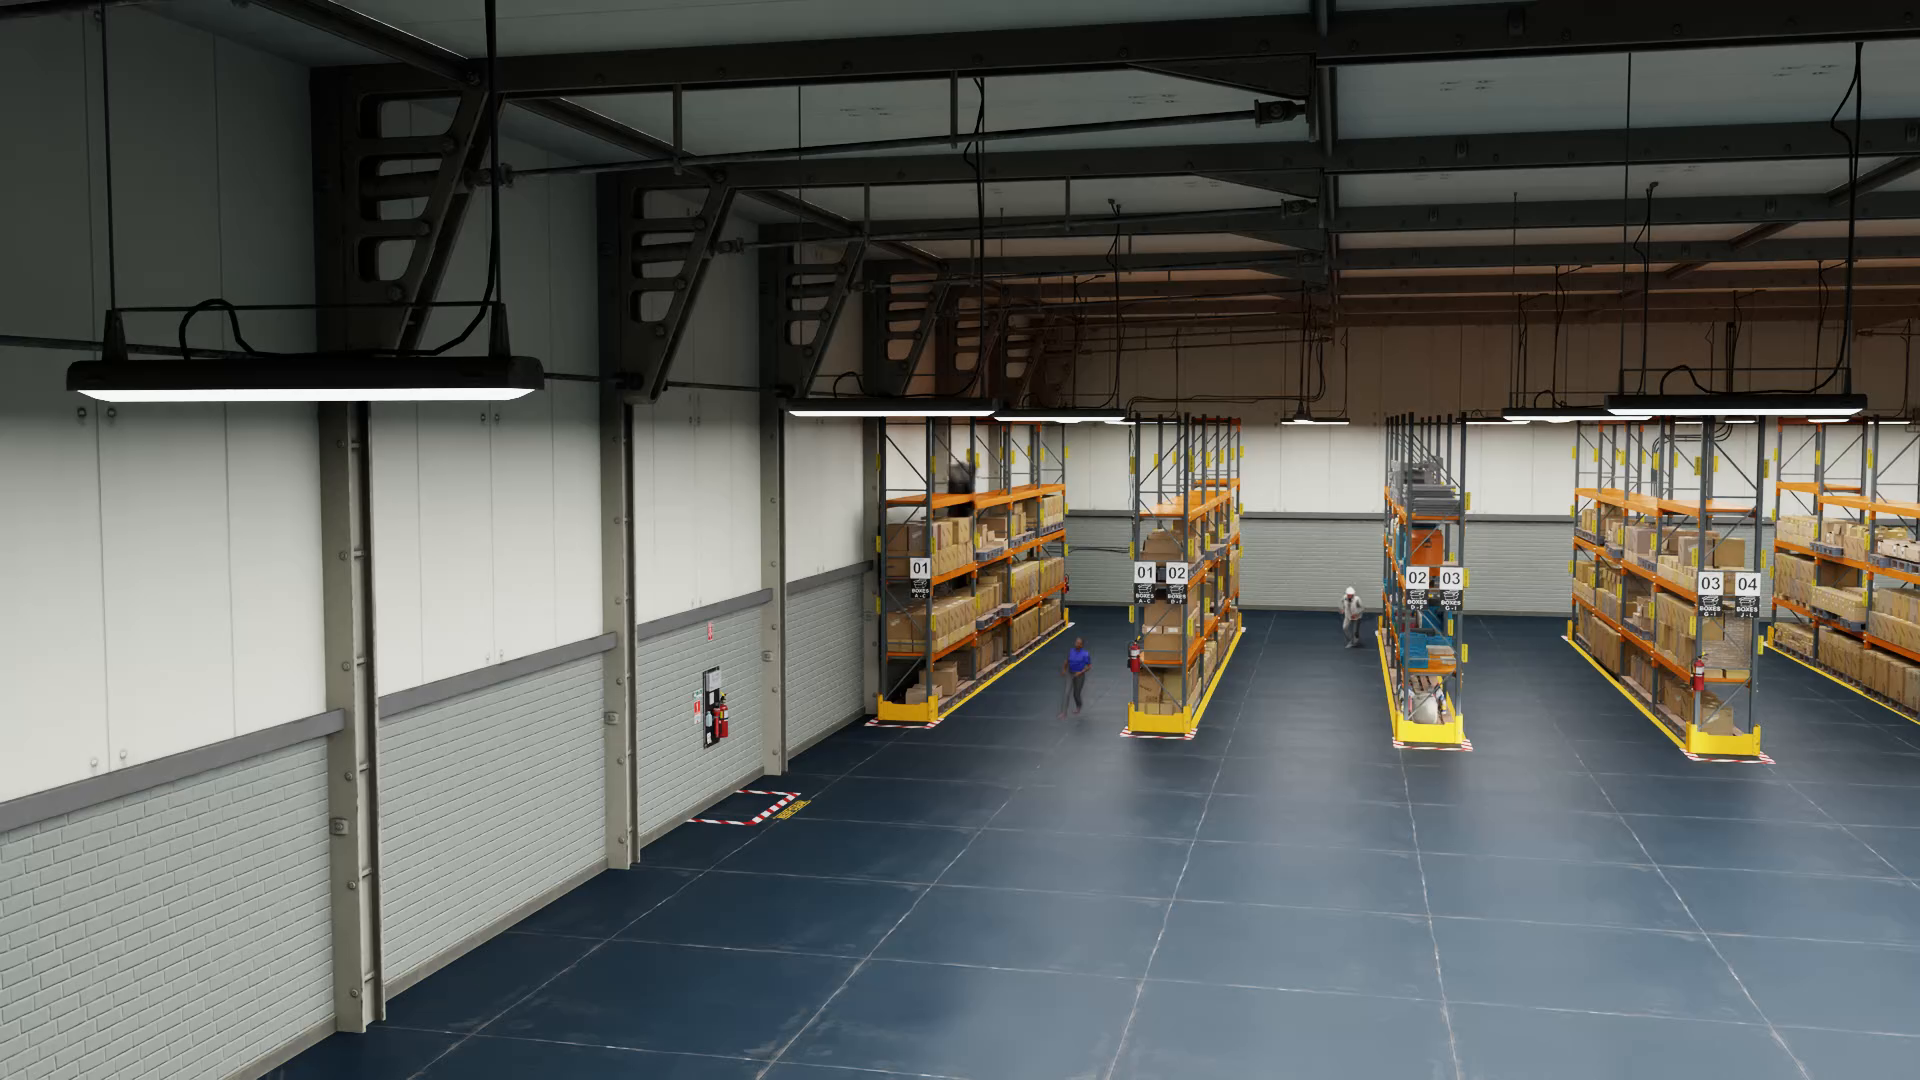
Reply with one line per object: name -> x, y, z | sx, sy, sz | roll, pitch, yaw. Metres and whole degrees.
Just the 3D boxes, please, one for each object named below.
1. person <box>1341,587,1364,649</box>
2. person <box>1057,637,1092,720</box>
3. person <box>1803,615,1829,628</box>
person -> 10.265, 1.998, 43.284 | 0.659, 1.605, 1.127 | 2, 5, 33
person -> 2.269, 2.685, 32.537 | 0.637, 1.594, 0.985 | 2, 4, 21
person -> 23.443, 1.732, 45.618 | 0.954, 1.800, 0.648 | -2, 4, -25
